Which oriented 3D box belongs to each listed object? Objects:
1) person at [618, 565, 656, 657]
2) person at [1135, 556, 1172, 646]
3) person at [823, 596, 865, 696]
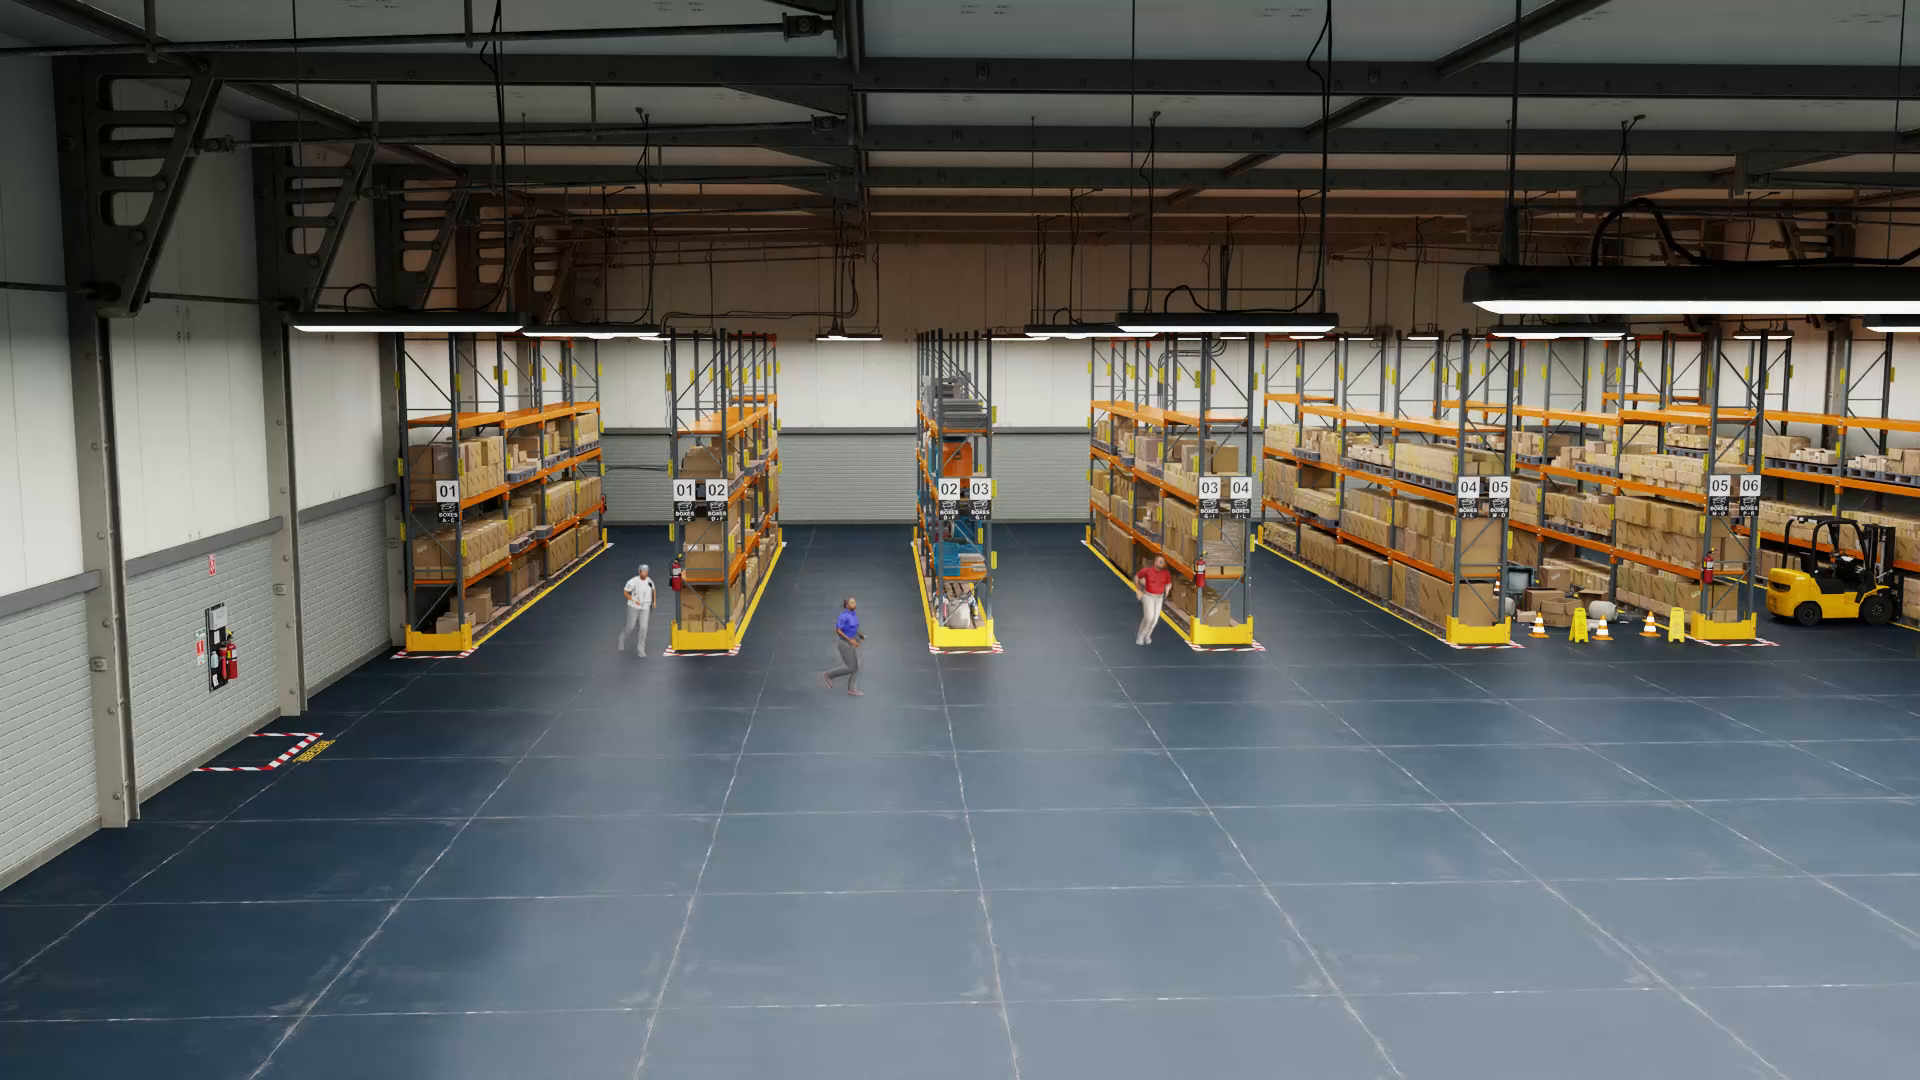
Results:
[{"bbox_3d":[-5.932,1.282,30.799,0.676,1.662,0.854,-4,8,-32],"label":"person"},{"bbox_3d":[3.701,1.164,31.713,0.701,1.744,0.744,-2,7,-18],"label":"person"},{"bbox_3d":[-1.874,1.727,27.252,0.658,1.638,0.581,3,7,20],"label":"person"}]
